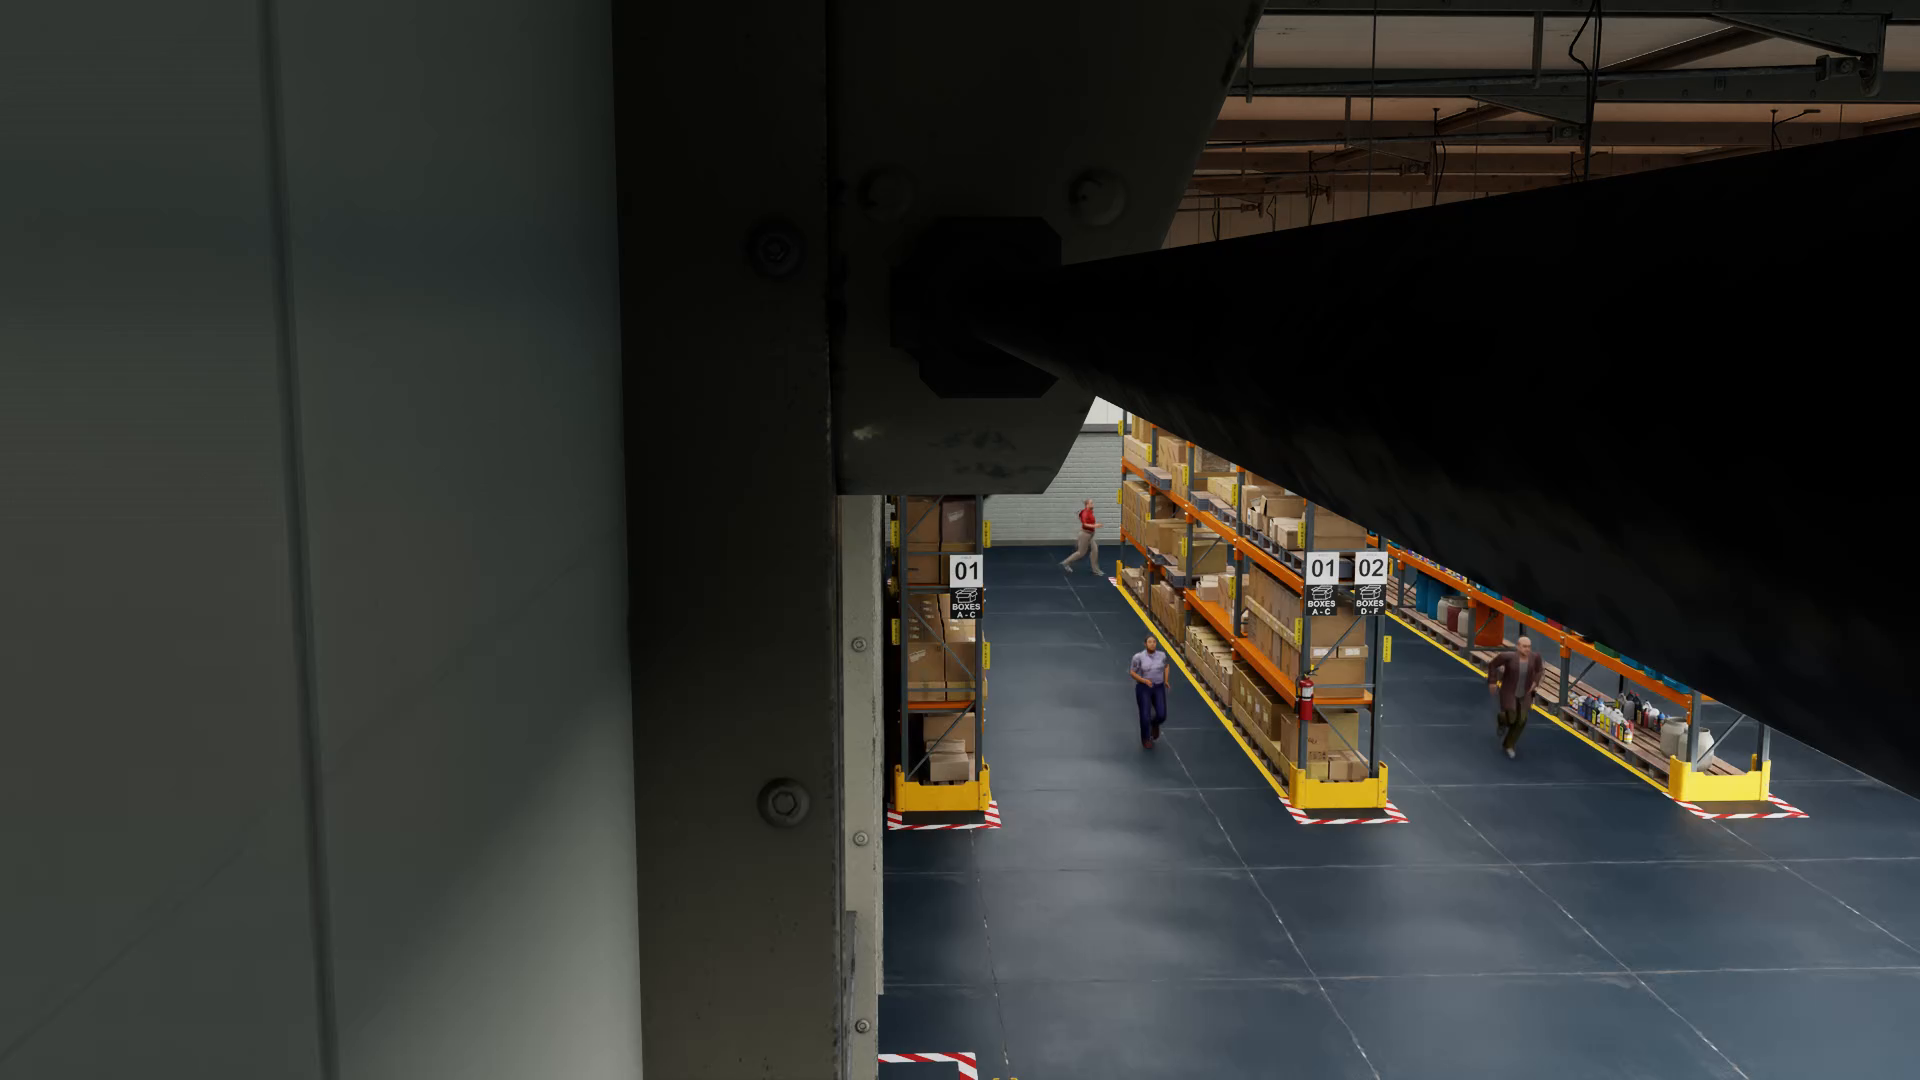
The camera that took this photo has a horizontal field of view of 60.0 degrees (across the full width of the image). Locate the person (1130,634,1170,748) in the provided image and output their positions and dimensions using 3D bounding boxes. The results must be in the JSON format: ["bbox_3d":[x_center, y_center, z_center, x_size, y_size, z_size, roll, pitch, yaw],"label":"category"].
[{"bbox_3d":[2.686,2.123,23.276,0.600,1.608,0.538,-1,9,-8],"label":"person"}]

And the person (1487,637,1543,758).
[{"bbox_3d":[7.656,2.134,22.963,0.701,1.711,0.794,-1,8,-7],"label":"person"}]

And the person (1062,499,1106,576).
[{"bbox_3d":[2.835,-0.057,37.600,0.935,1.754,0.672,2,9,13],"label":"person"}]
